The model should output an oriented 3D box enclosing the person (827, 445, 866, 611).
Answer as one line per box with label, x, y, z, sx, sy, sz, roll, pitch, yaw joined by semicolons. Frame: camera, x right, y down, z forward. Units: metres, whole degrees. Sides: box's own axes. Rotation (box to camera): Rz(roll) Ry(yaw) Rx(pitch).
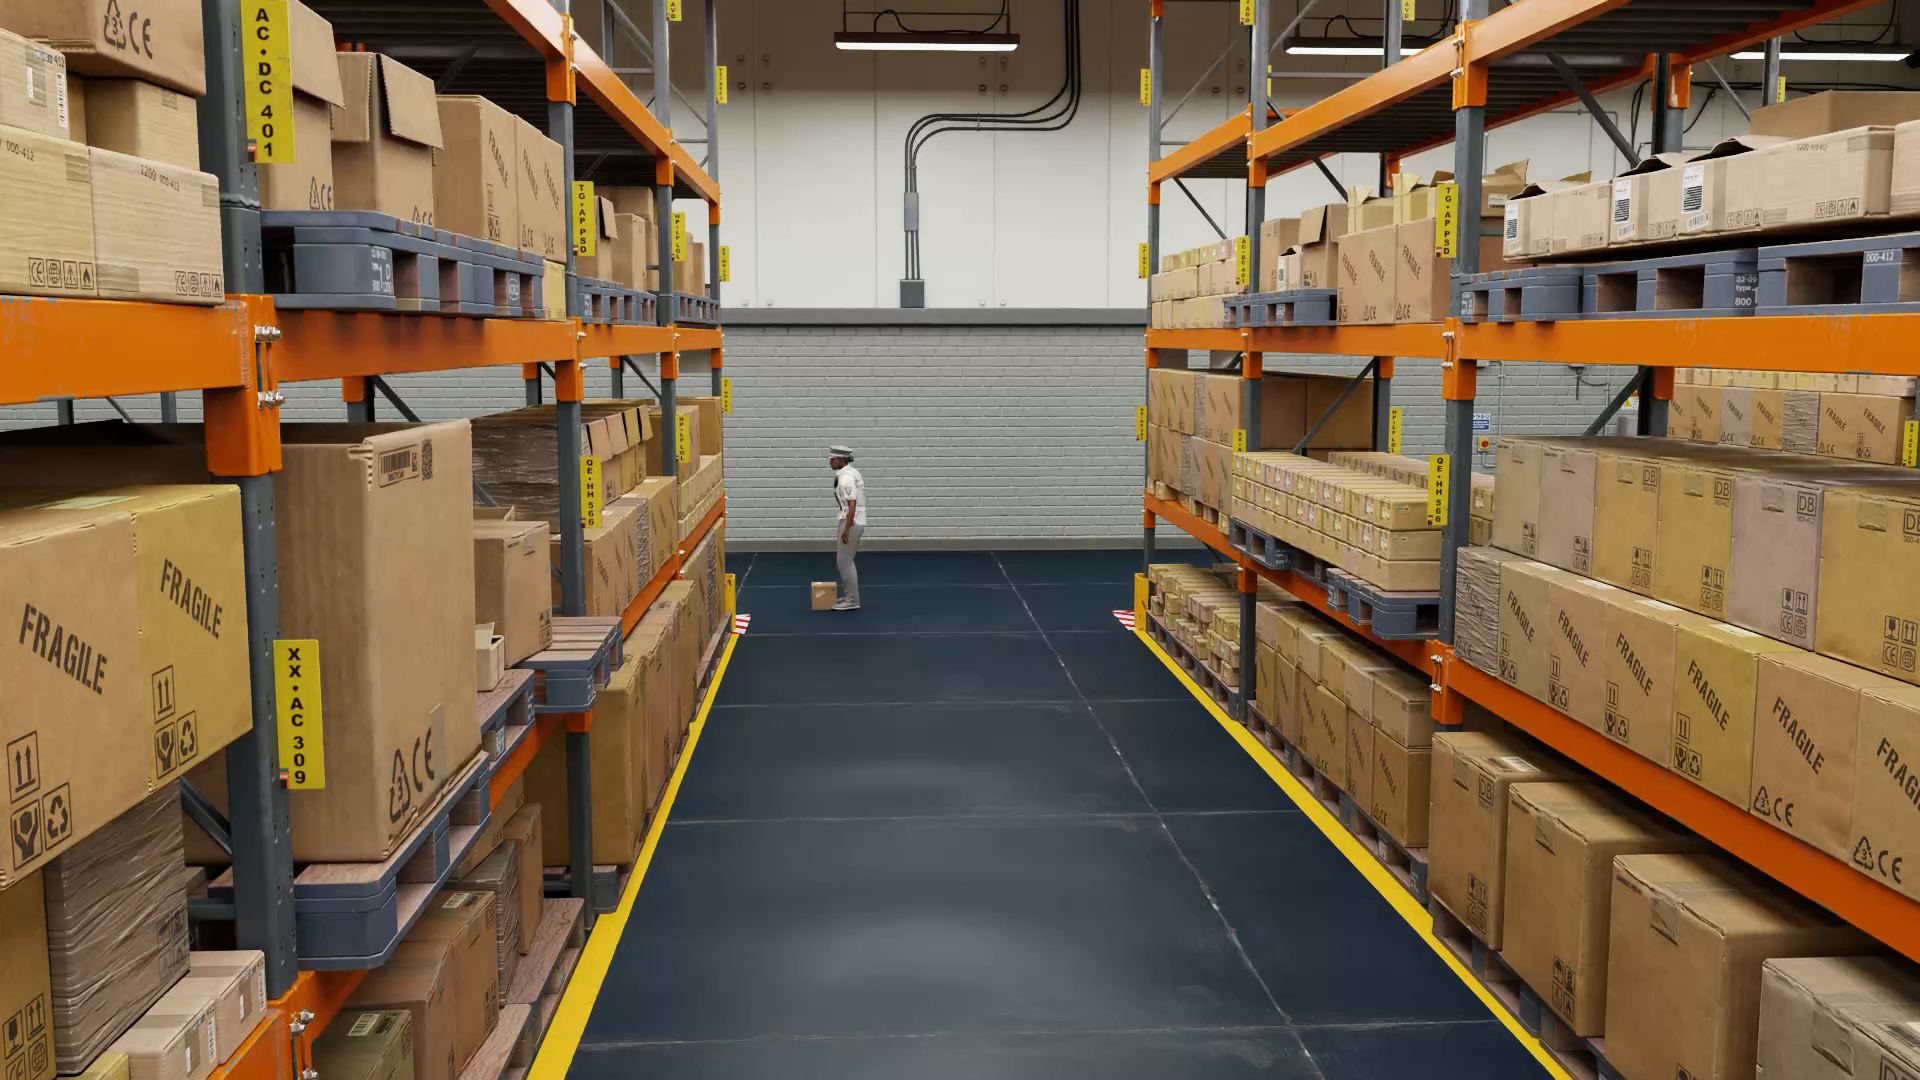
person;-1.147;-0.135;16.839;0.393;1.663;0.532;-1;7;-7
